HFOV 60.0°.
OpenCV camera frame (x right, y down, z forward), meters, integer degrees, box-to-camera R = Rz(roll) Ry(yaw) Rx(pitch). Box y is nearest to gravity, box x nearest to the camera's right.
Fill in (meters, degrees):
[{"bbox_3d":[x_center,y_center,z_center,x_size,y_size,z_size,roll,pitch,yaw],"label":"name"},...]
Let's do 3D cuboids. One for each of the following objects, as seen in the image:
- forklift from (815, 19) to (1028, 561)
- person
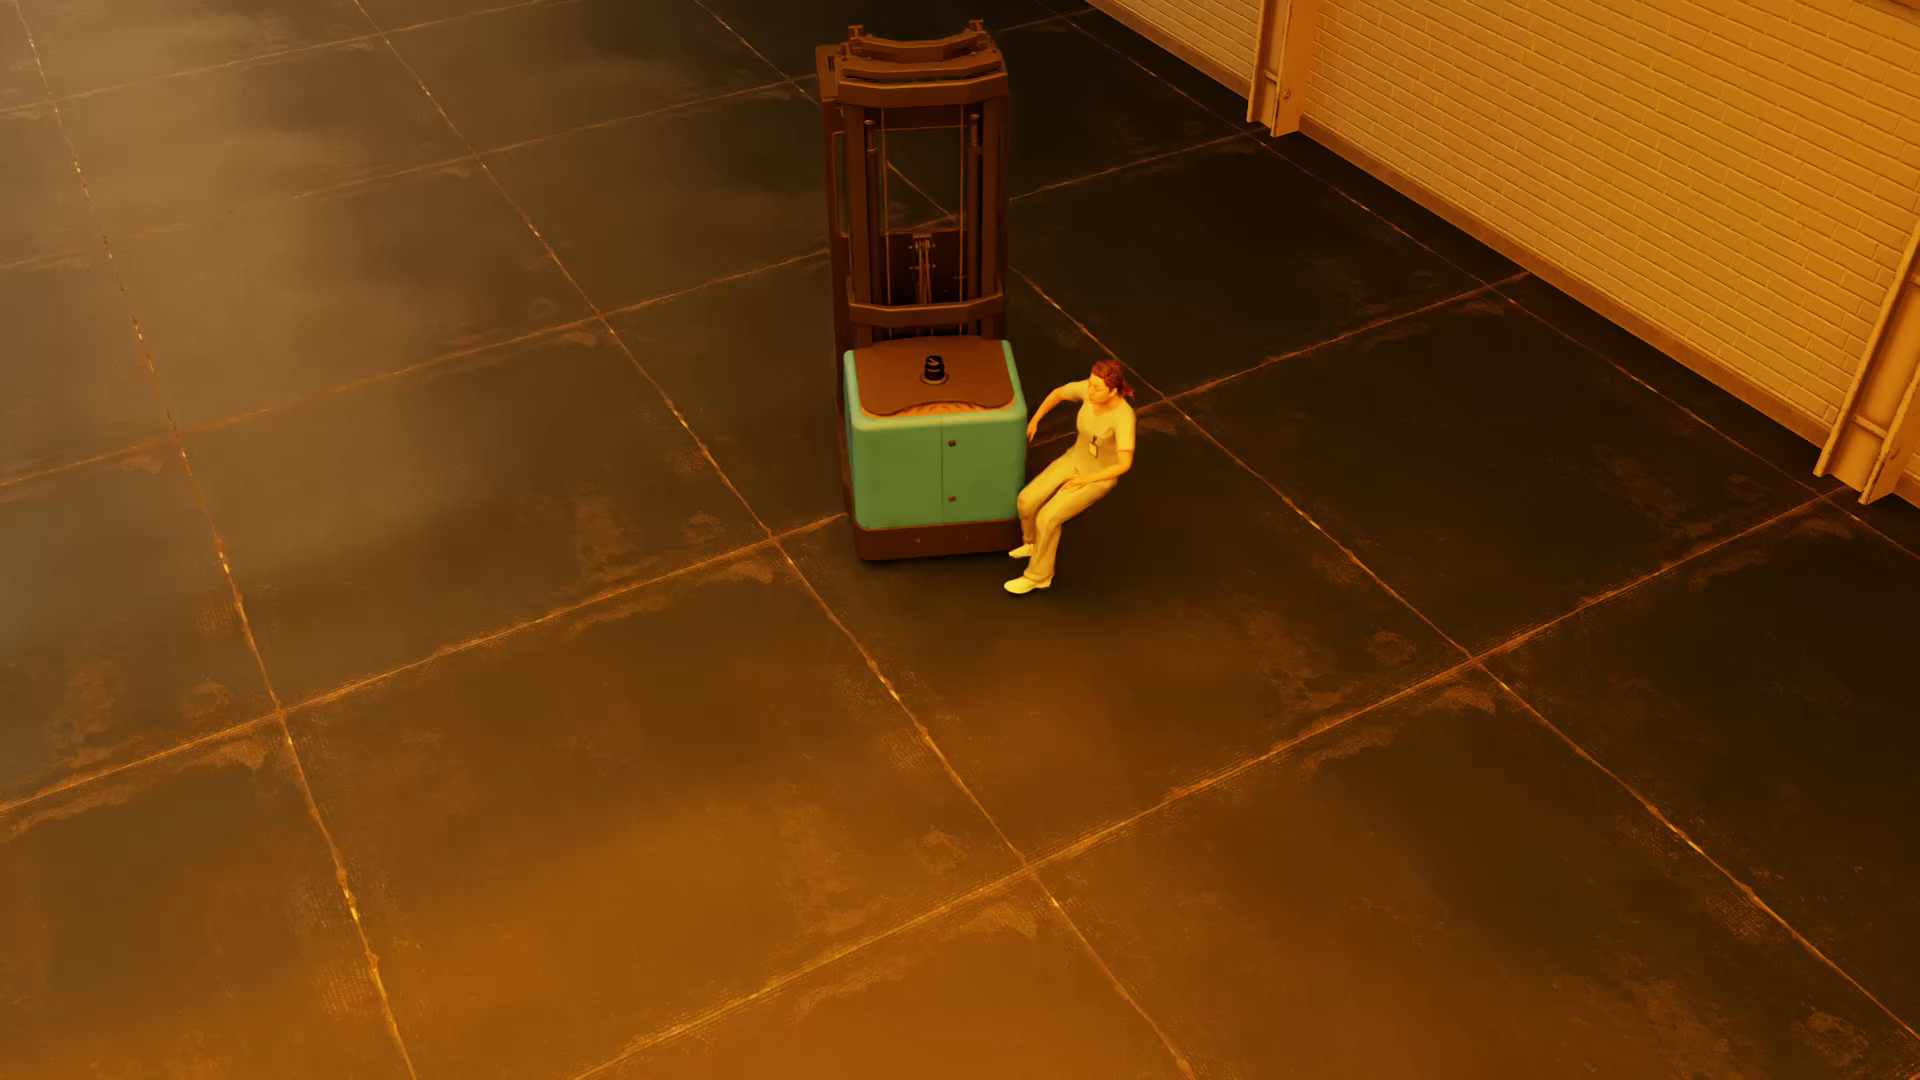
[{"bbox_3d":[-0.283,-1.939,10.374,1.130,2.935,3.031,-4,40,-5],"label":"forklift"},{"bbox_3d":[0.611,-0.366,9.668,0.830,1.438,0.773,-30,48,-31],"label":"person"}]
